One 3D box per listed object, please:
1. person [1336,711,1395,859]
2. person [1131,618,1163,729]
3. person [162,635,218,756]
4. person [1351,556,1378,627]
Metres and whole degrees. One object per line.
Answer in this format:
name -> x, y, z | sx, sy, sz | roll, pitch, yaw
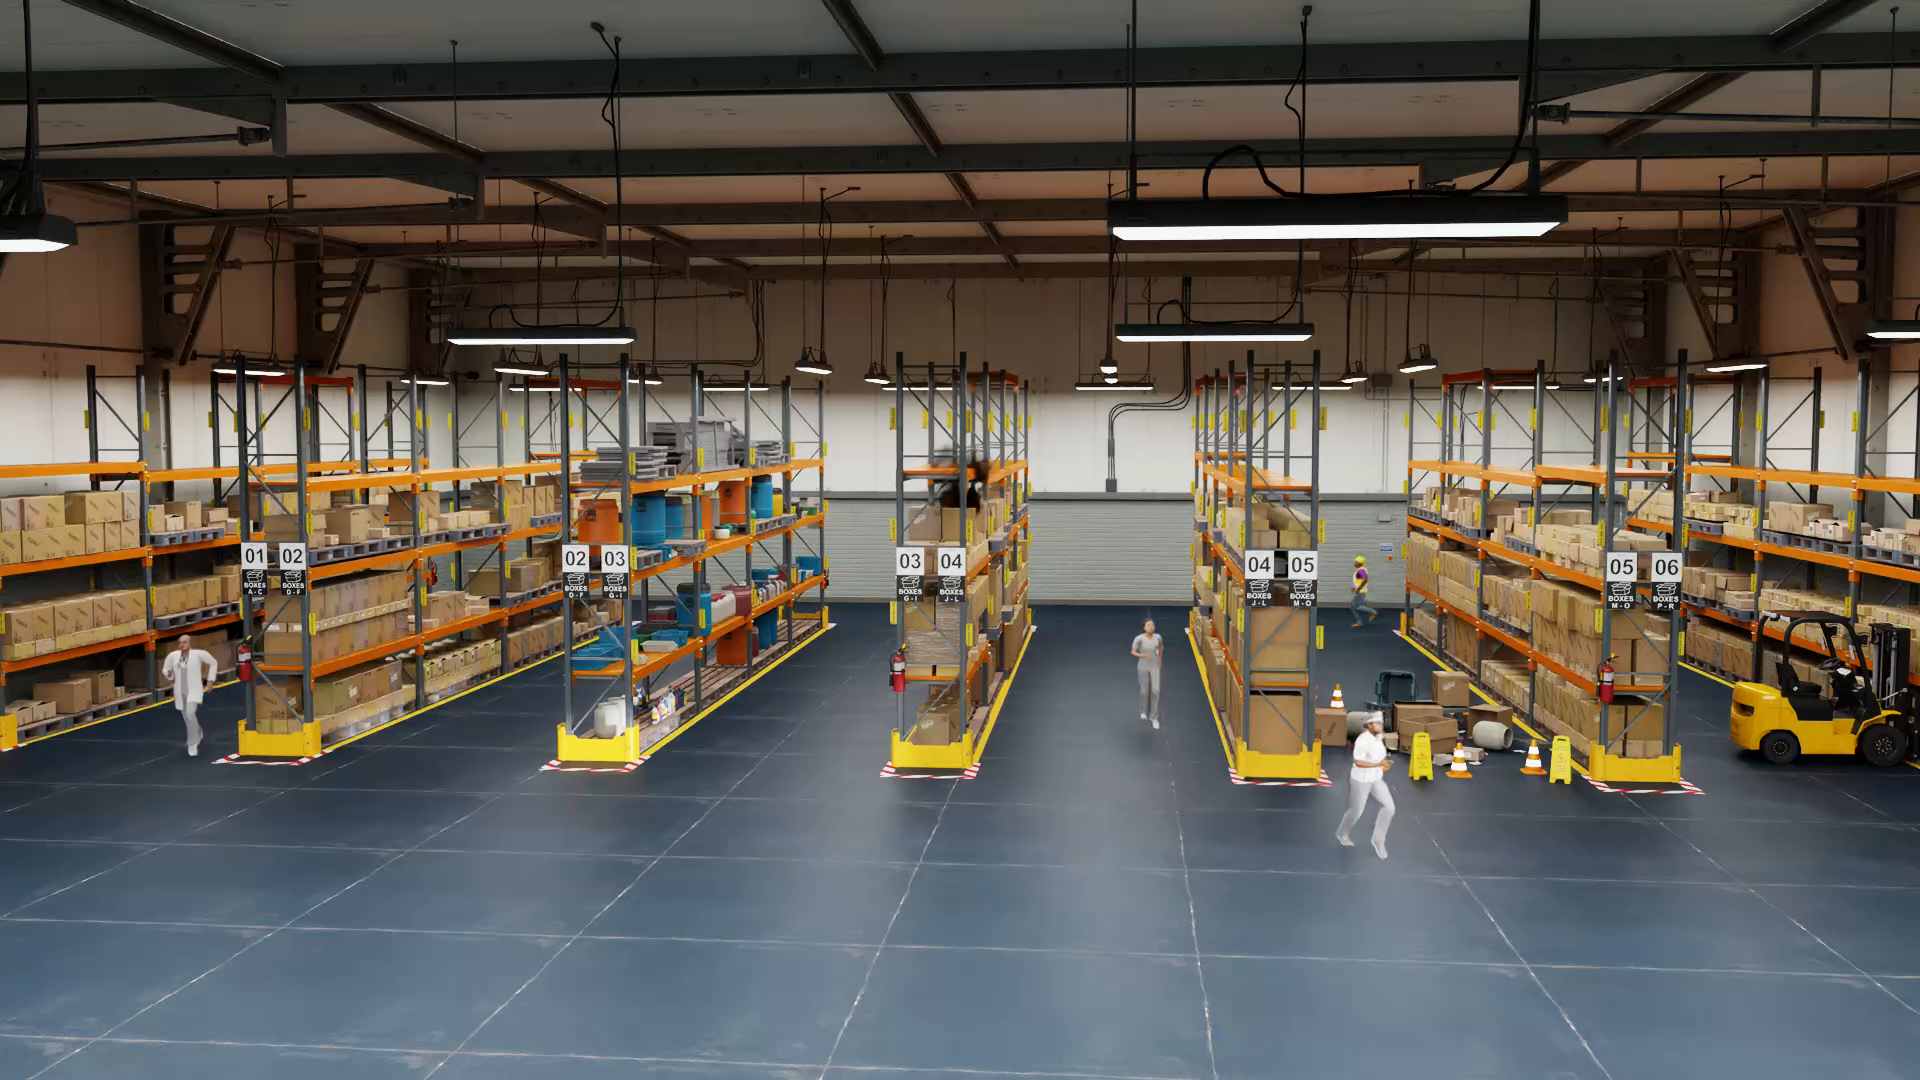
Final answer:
person -> 4.698, 2.802, 19.244 | 0.599, 1.721, 0.831 | -3, 5, -37
person -> 2.967, 2.204, 26.333 | 0.552, 1.463, 0.774 | 0, 4, -3
person -> -11.706, 2.333, 25.257 | 0.733, 1.819, 0.892 | 0, 4, -1
person -> 9.834, 1.270, 40.424 | 0.649, 1.735, 0.705 | 1, 4, 15
